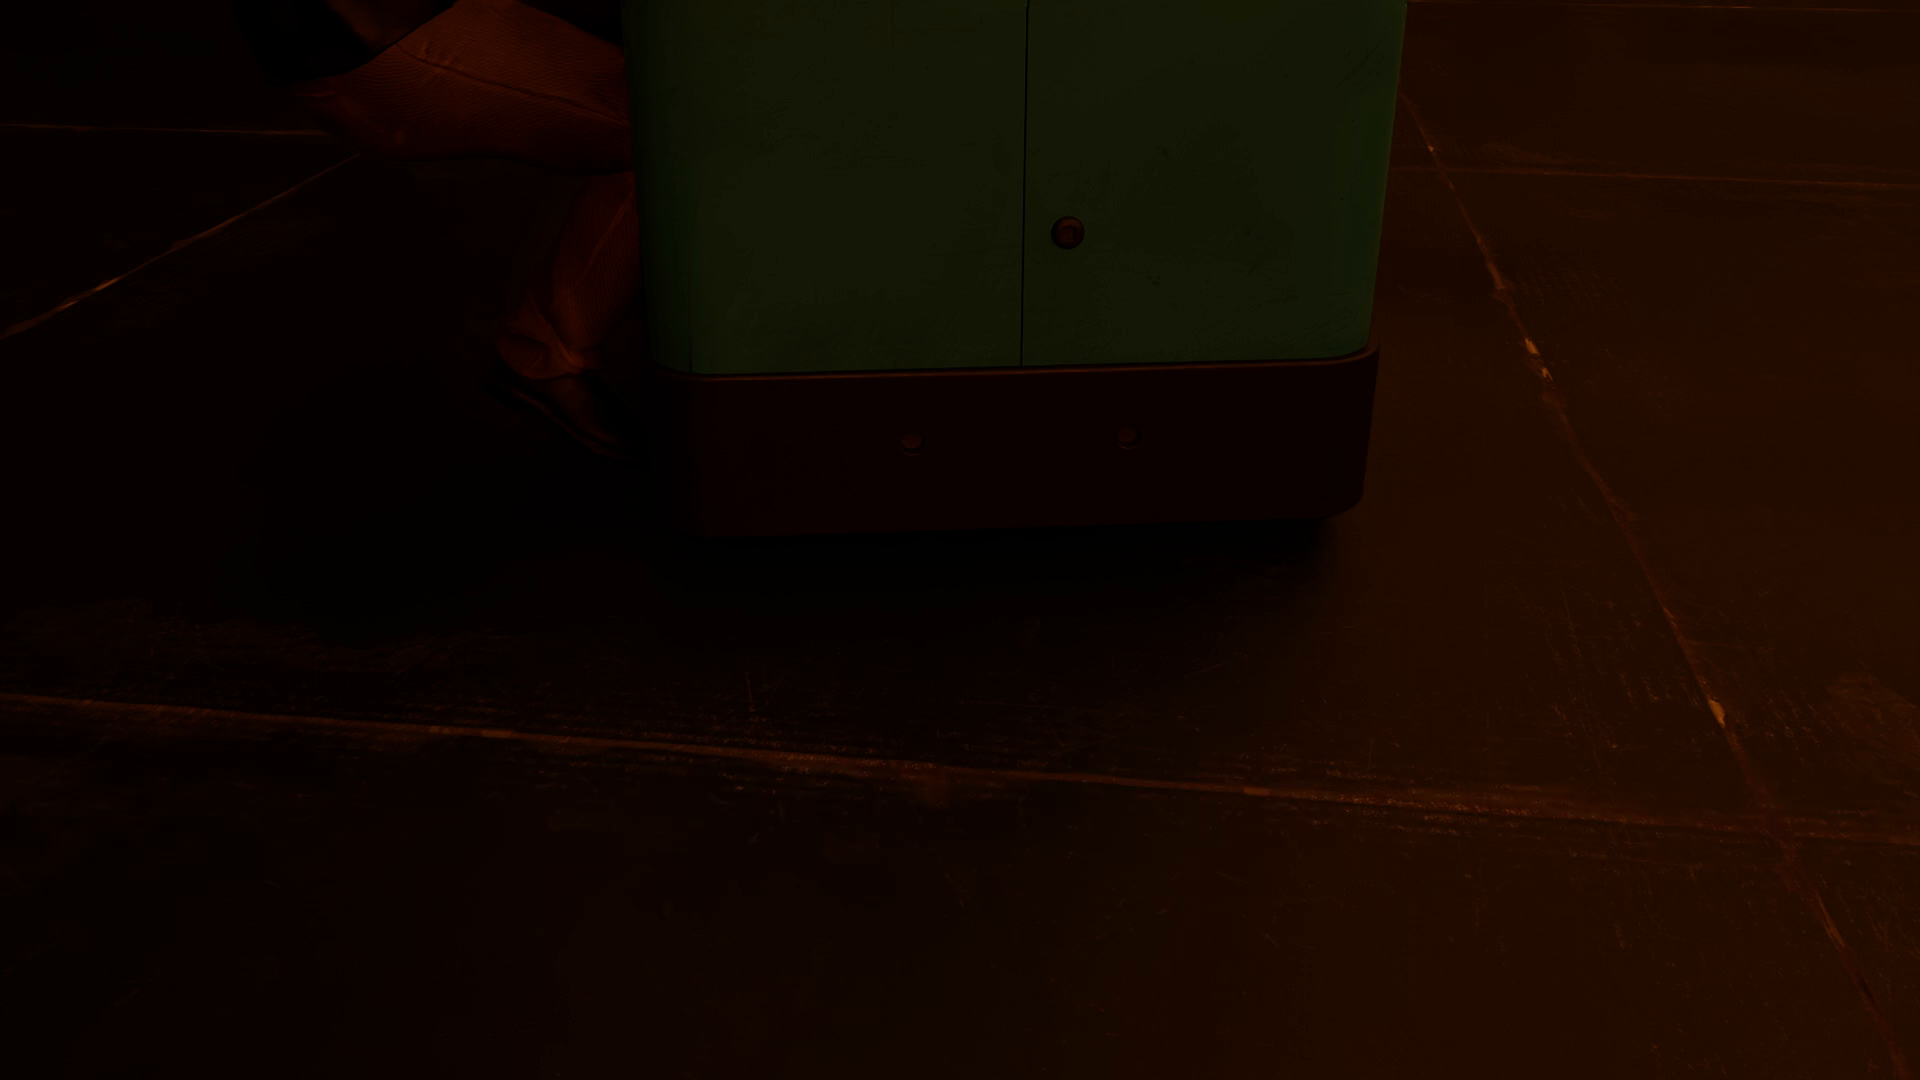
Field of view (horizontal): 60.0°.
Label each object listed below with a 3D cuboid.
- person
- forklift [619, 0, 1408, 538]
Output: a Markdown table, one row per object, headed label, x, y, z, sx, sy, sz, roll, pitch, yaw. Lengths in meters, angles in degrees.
| label | x | y | z | sx | sy | sz | roll | pitch | yaw |
| --- | --- | --- | --- | --- | --- | --- | --- | --- | --- |
| person | -0.614 | -0.835 | 2.394 | 0.848 | 1.464 | 1.074 | -8 | 28 | -16 |
| forklift | -0.028 | -1.938 | 3.101 | 1.130 | 2.935 | 3.031 | -2 | 27 | -4 |
